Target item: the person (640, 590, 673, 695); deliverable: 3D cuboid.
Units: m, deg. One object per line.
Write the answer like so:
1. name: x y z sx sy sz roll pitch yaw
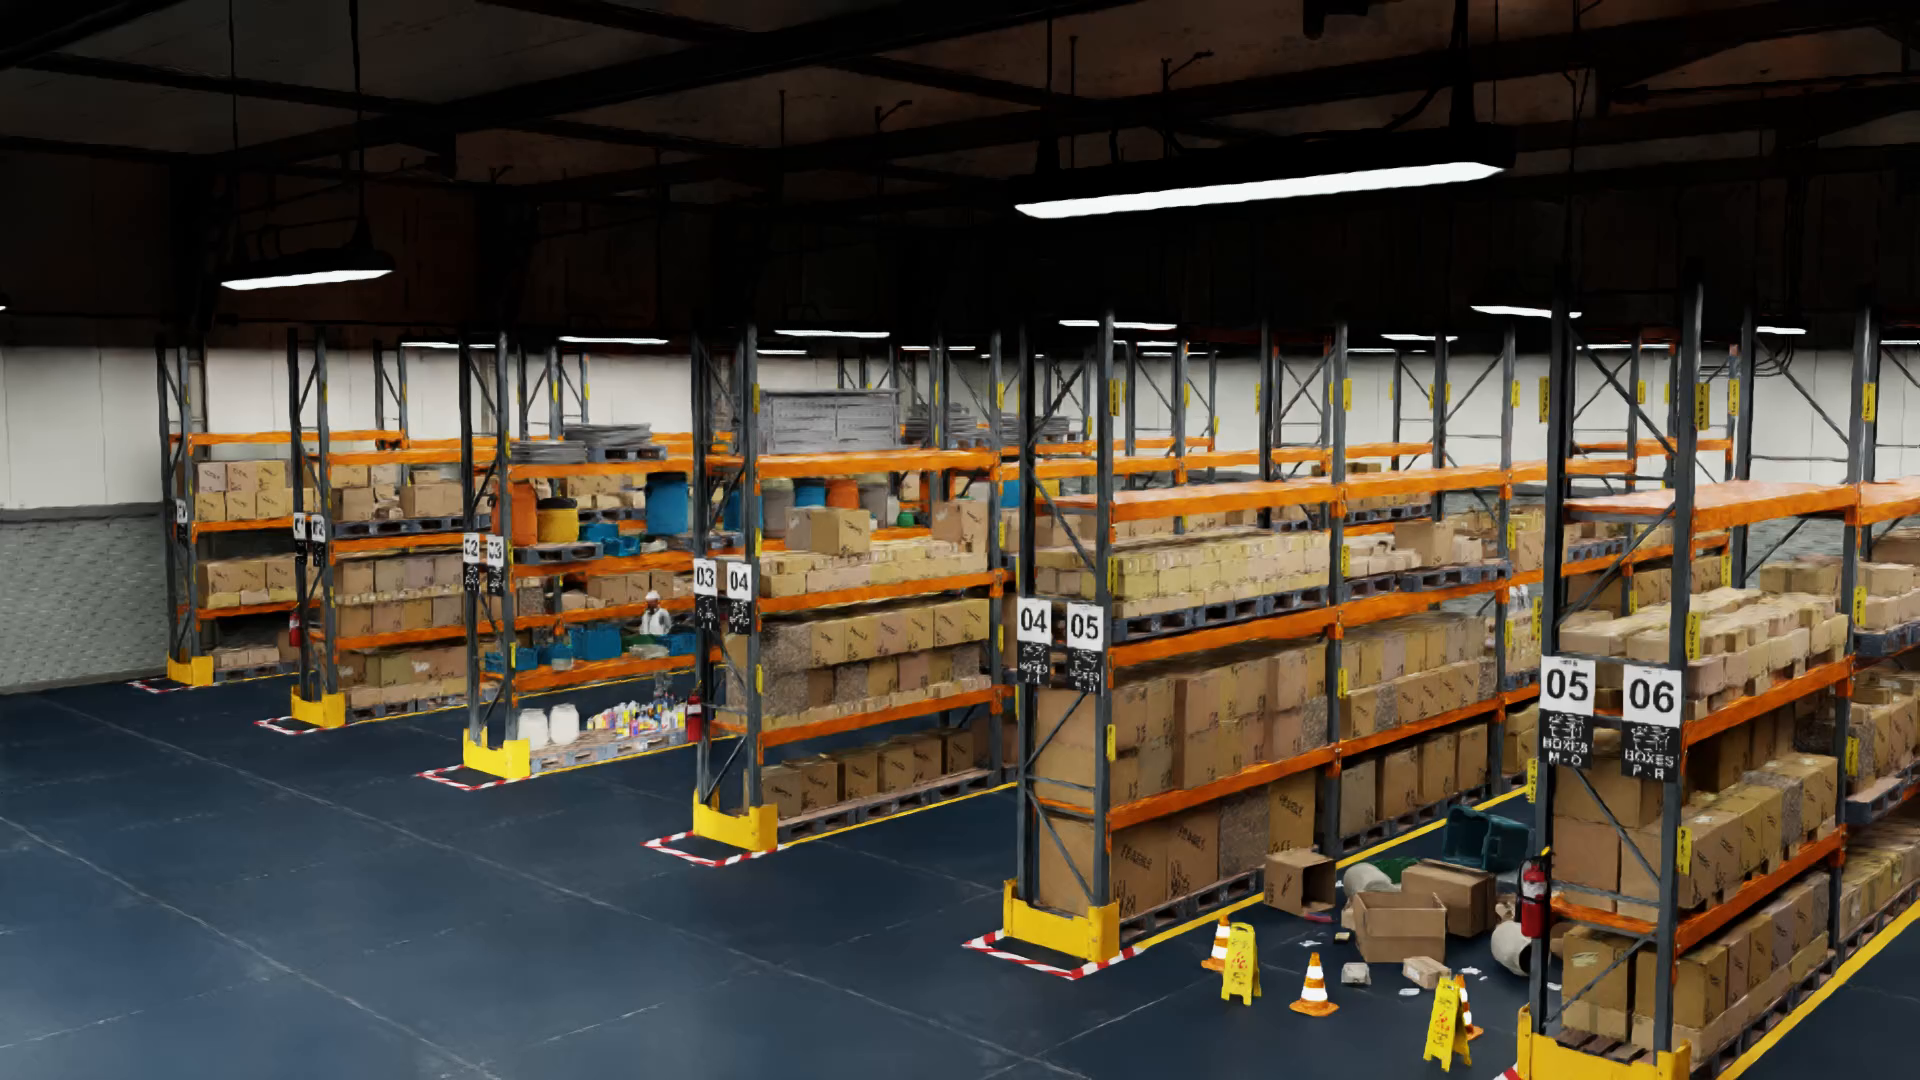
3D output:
1. person: -5.002 1.691 27.805 0.662 1.740 0.685 4 7 34

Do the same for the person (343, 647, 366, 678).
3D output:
1. person: -10.063 1.775 27.544 0.639 1.632 0.512 5 7 41

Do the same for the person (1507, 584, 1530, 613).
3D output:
1. person: 10.100 1.436 30.133 0.775 1.773 0.576 -1 5 -10
